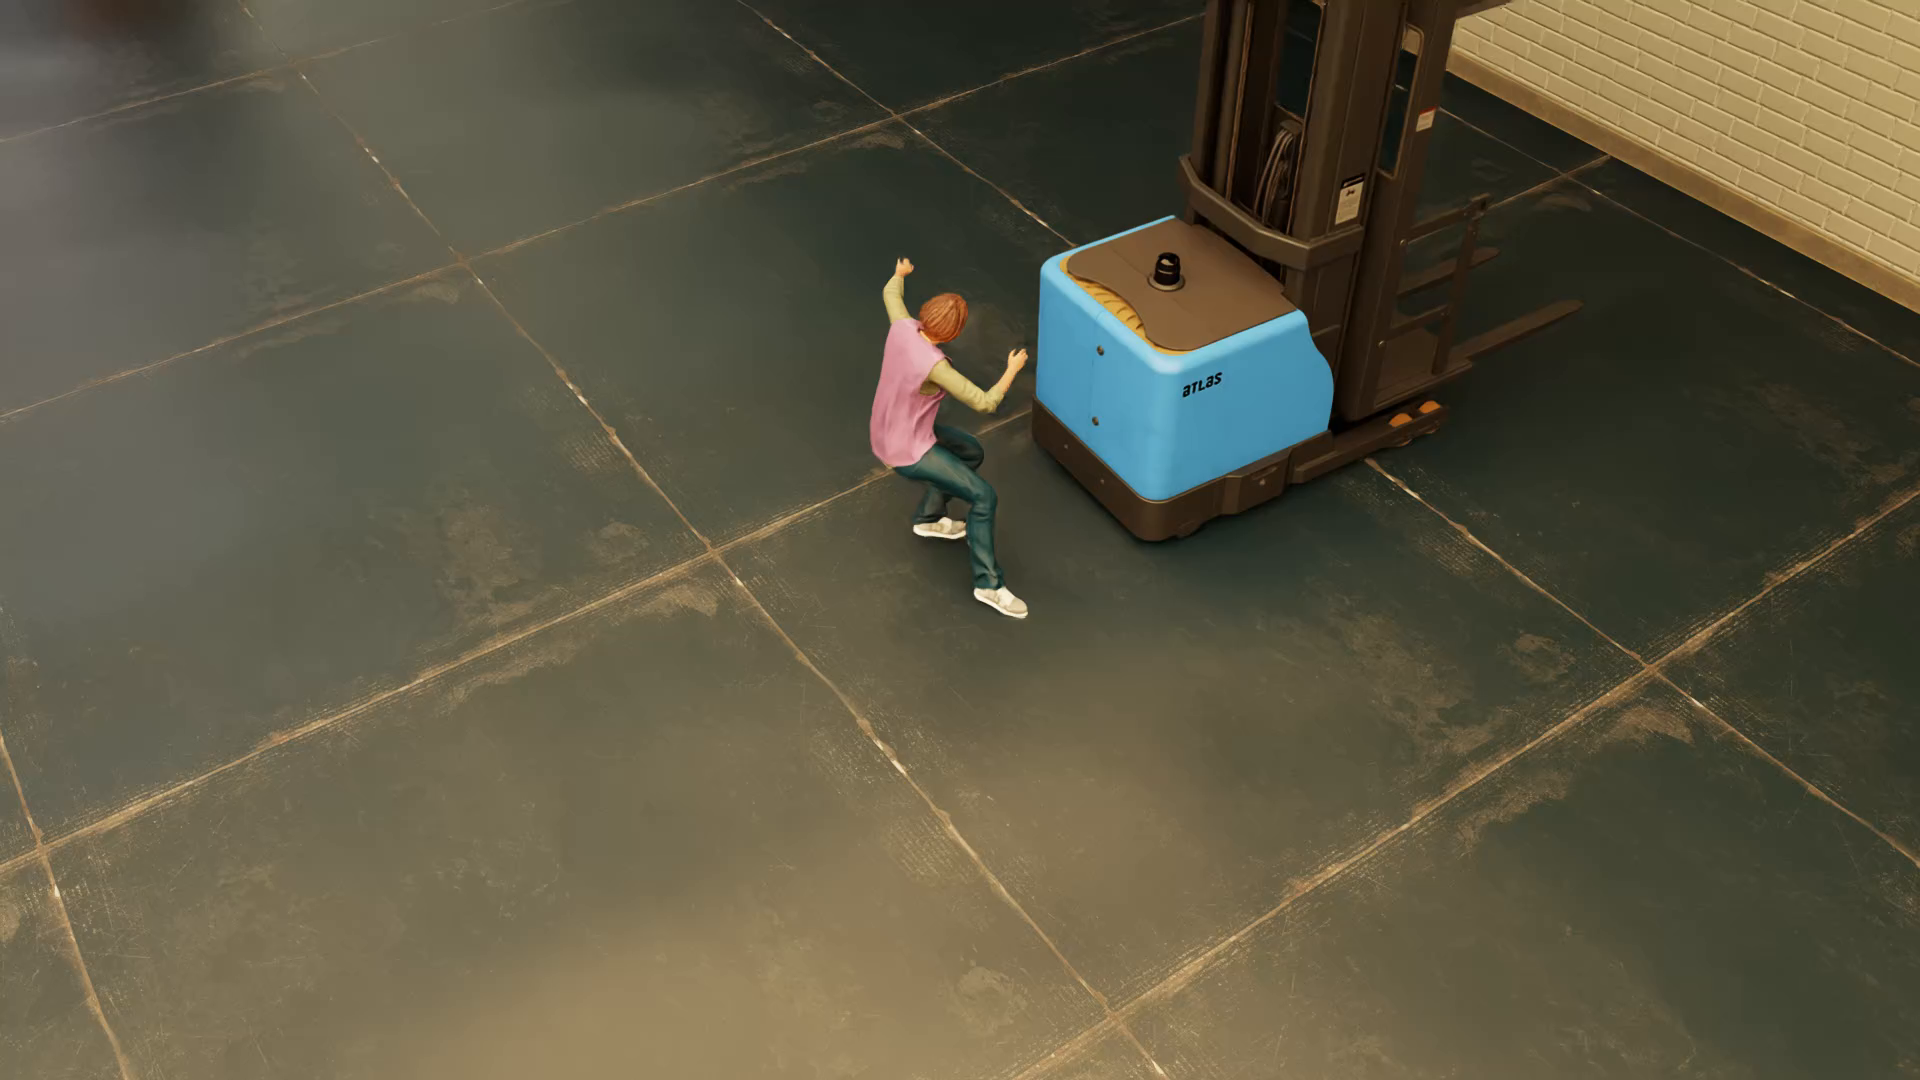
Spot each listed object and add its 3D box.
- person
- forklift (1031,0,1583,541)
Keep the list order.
[{"bbox_3d":[-0.062,-0.550,7.512,0.733,1.319,1.413,-18,46,-19],"label":"person"},{"bbox_3d":[1.883,-1.833,7.704,3.031,2.935,1.130,-23,47,-23],"label":"forklift"}]
